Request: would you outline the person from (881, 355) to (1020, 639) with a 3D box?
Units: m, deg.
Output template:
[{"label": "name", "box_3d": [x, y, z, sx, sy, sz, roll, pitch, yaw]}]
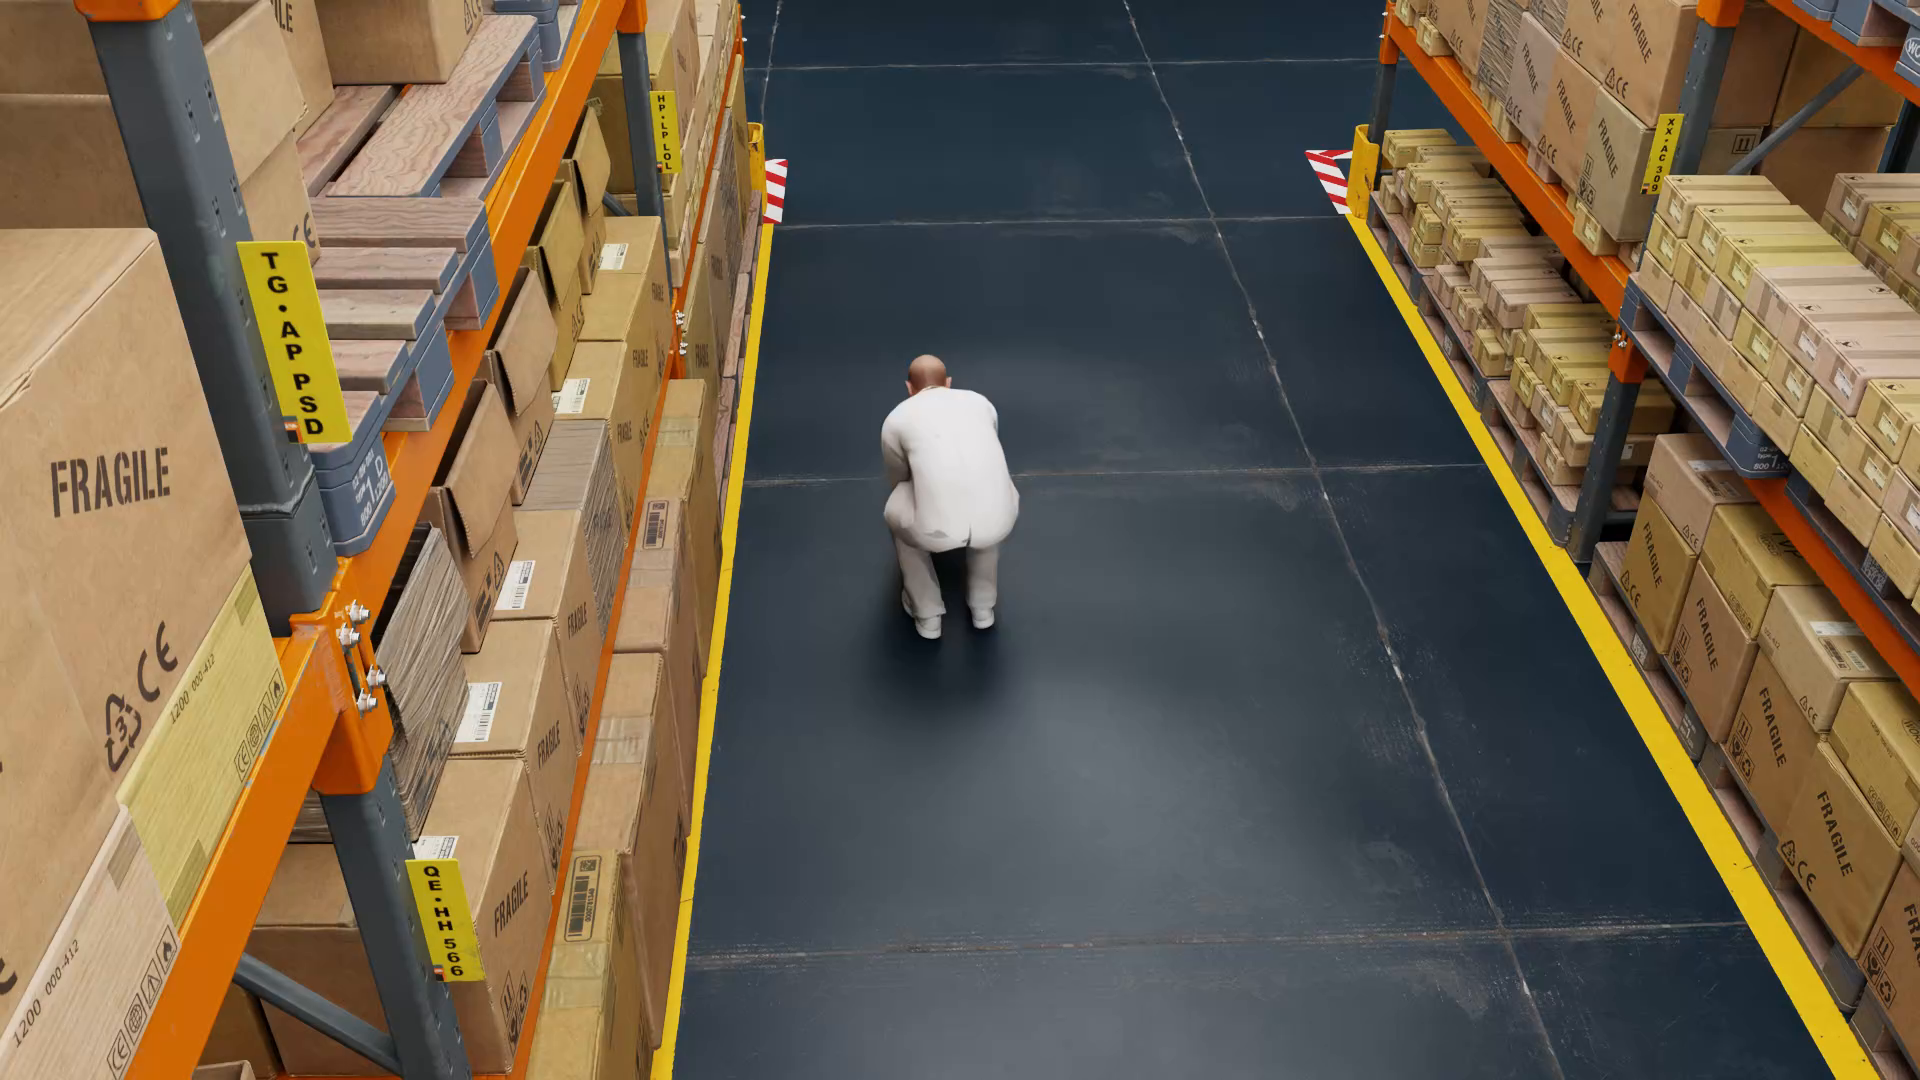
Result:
[{"label": "person", "box_3d": [-0.052, -0.162, 7.101, 0.587, 0.969, 0.954, -6, 35, -8]}]
